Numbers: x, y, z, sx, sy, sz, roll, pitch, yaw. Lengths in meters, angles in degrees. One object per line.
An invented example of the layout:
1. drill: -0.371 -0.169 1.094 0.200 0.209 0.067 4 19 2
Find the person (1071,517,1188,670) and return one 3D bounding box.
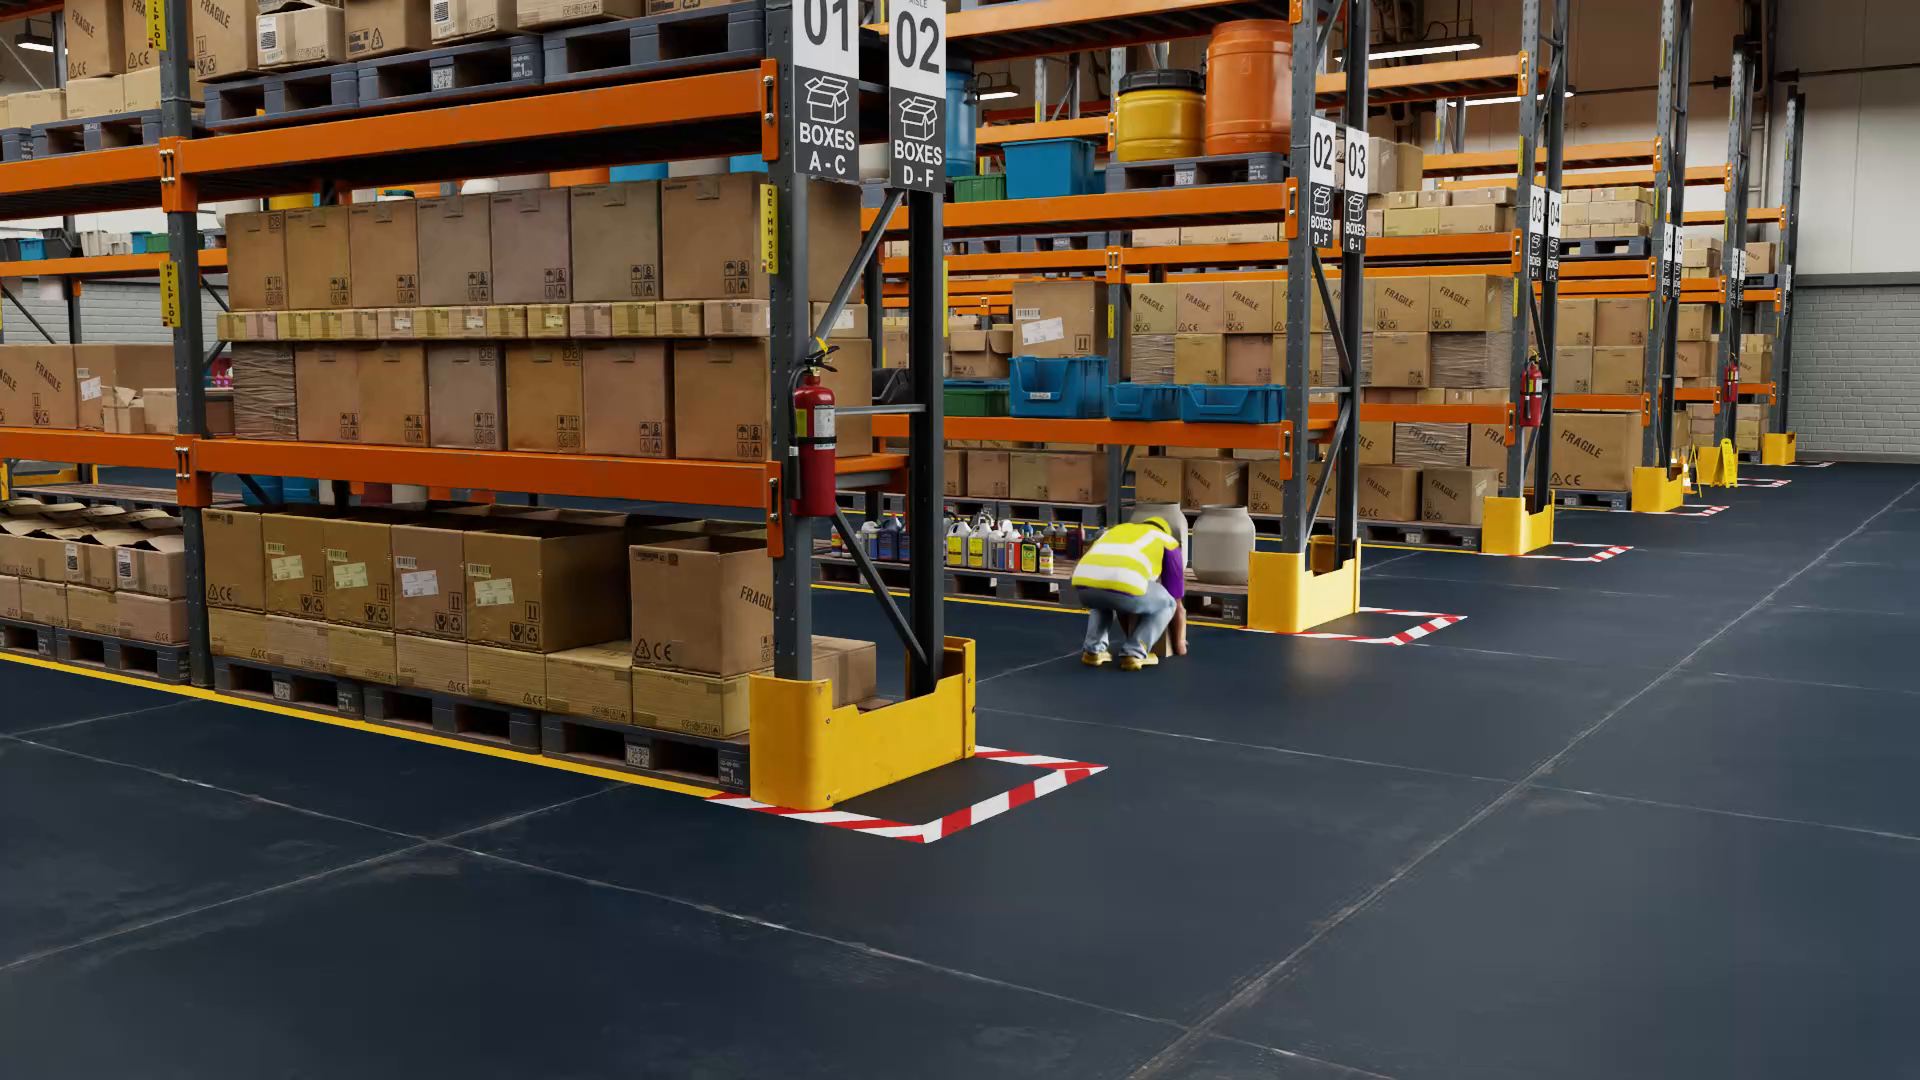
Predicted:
1. person: 0.968 0.312 9.491 0.526 0.828 0.954 4 7 32
